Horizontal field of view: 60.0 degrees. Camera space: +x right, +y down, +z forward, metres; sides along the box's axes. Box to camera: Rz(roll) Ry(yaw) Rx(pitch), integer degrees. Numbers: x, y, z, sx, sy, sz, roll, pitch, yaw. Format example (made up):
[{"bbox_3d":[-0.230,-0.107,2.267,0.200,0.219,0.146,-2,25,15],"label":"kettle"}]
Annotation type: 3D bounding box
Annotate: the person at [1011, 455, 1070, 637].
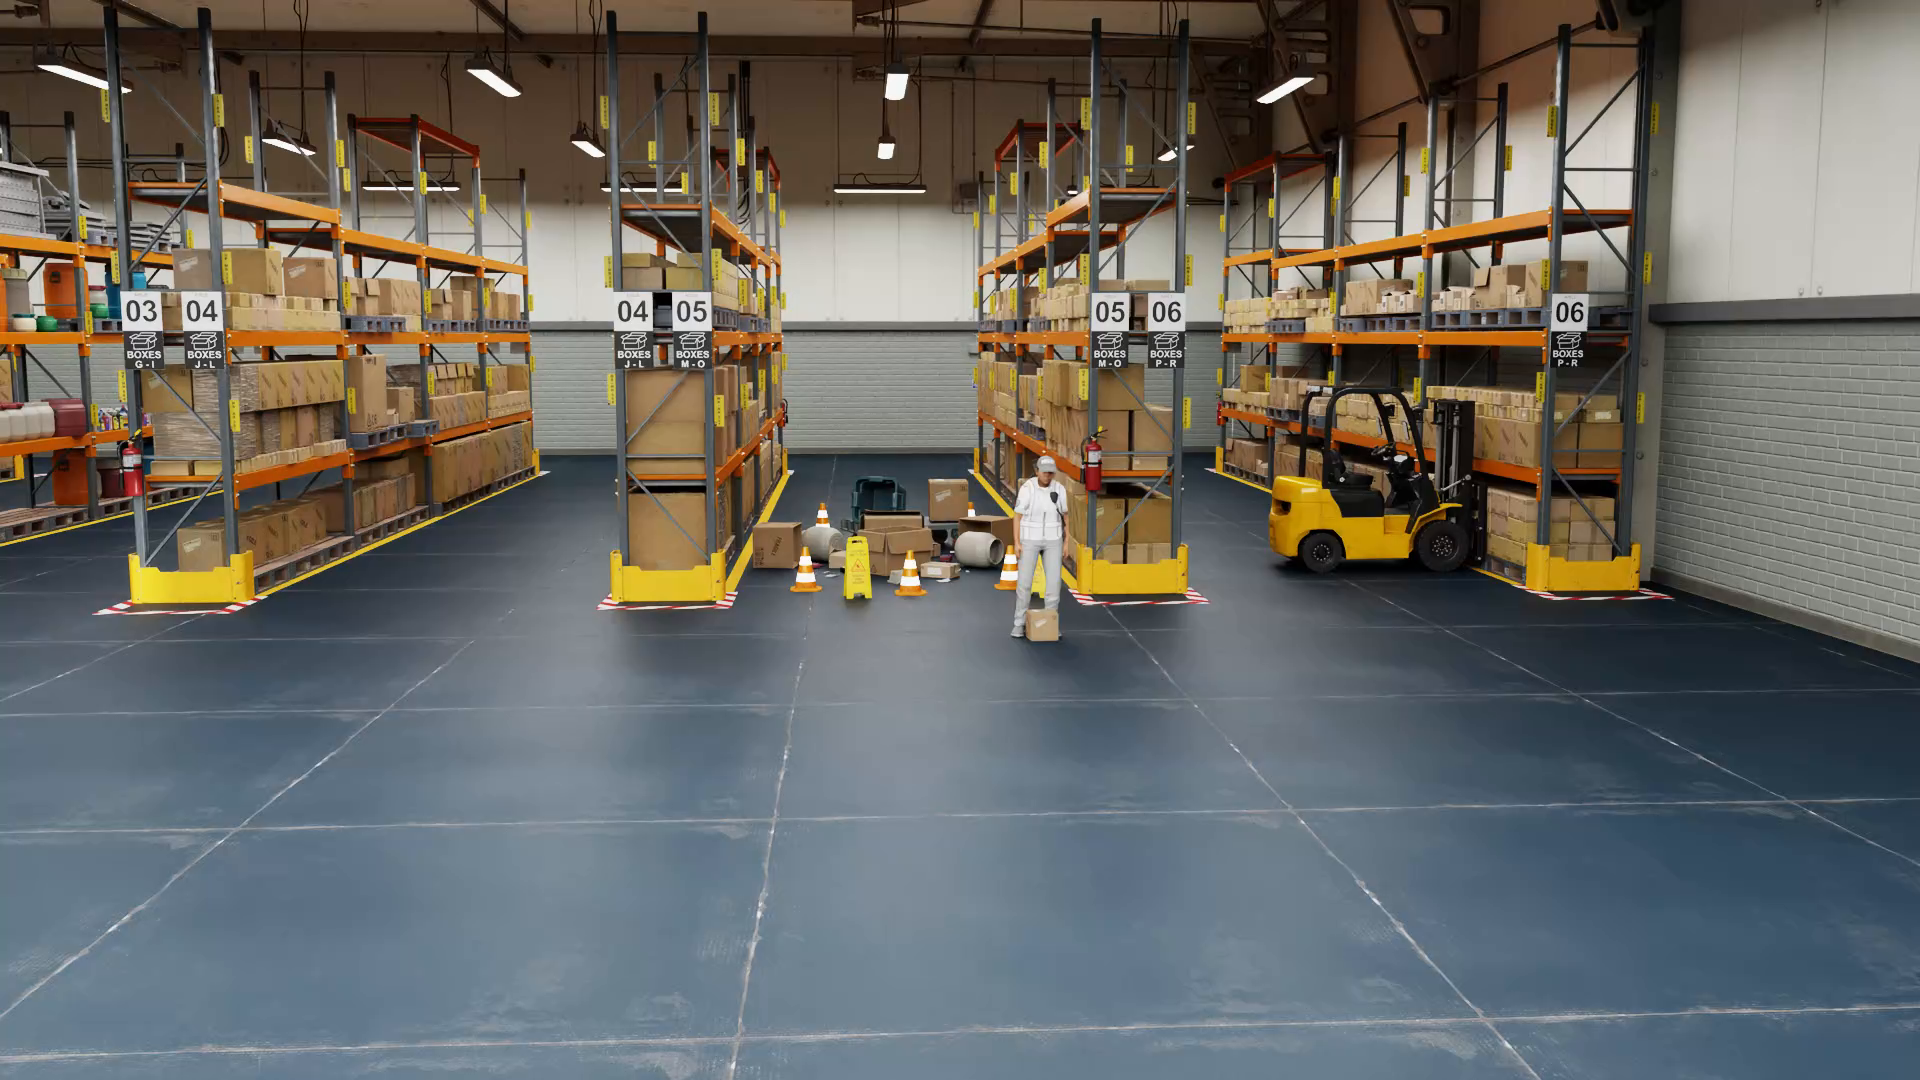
[{"bbox_3d":[0.740,0.049,15.321,0.563,1.666,0.469,-1,7,-7],"label":"person"}]
